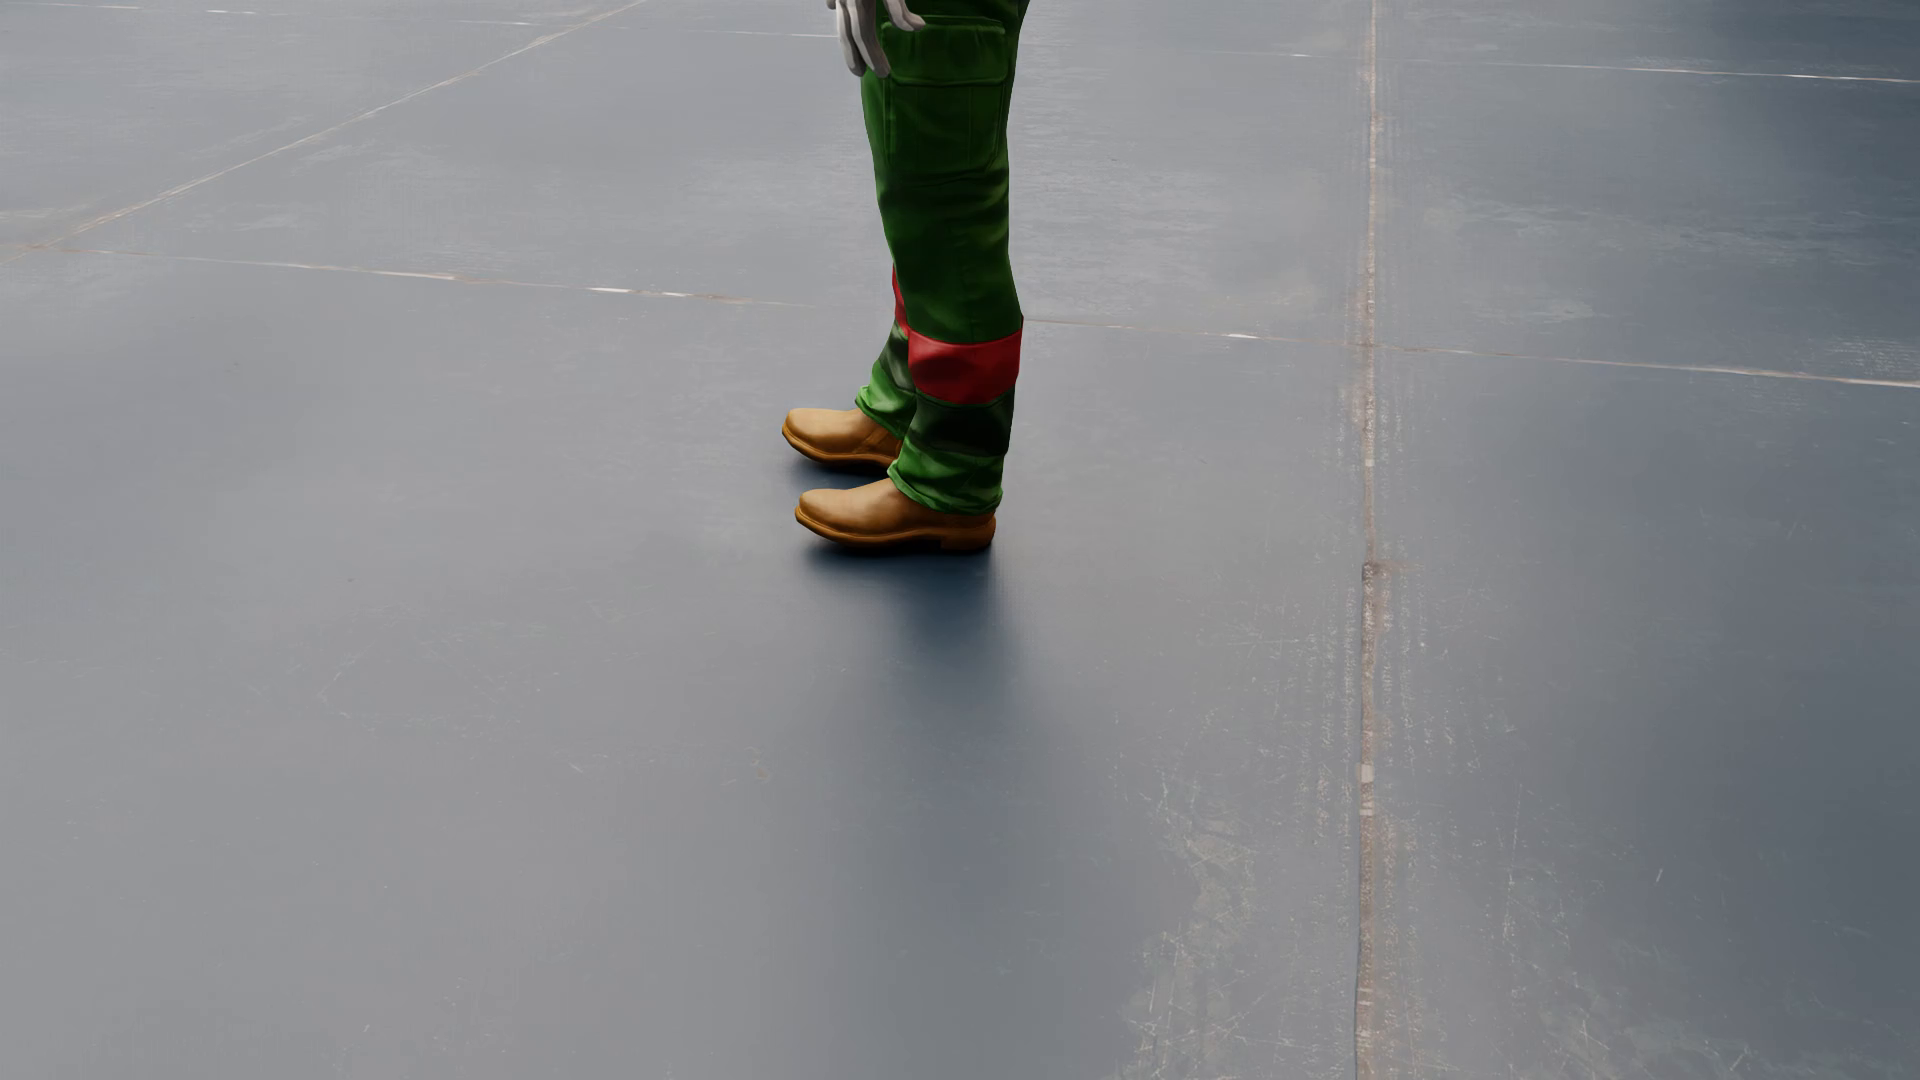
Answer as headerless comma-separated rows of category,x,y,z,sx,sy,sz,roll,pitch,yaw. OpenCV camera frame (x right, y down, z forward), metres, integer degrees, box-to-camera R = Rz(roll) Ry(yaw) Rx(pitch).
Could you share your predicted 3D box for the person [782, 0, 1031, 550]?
person,-0.075,-0.819,2.120,0.564,1.787,0.637,6,27,11
